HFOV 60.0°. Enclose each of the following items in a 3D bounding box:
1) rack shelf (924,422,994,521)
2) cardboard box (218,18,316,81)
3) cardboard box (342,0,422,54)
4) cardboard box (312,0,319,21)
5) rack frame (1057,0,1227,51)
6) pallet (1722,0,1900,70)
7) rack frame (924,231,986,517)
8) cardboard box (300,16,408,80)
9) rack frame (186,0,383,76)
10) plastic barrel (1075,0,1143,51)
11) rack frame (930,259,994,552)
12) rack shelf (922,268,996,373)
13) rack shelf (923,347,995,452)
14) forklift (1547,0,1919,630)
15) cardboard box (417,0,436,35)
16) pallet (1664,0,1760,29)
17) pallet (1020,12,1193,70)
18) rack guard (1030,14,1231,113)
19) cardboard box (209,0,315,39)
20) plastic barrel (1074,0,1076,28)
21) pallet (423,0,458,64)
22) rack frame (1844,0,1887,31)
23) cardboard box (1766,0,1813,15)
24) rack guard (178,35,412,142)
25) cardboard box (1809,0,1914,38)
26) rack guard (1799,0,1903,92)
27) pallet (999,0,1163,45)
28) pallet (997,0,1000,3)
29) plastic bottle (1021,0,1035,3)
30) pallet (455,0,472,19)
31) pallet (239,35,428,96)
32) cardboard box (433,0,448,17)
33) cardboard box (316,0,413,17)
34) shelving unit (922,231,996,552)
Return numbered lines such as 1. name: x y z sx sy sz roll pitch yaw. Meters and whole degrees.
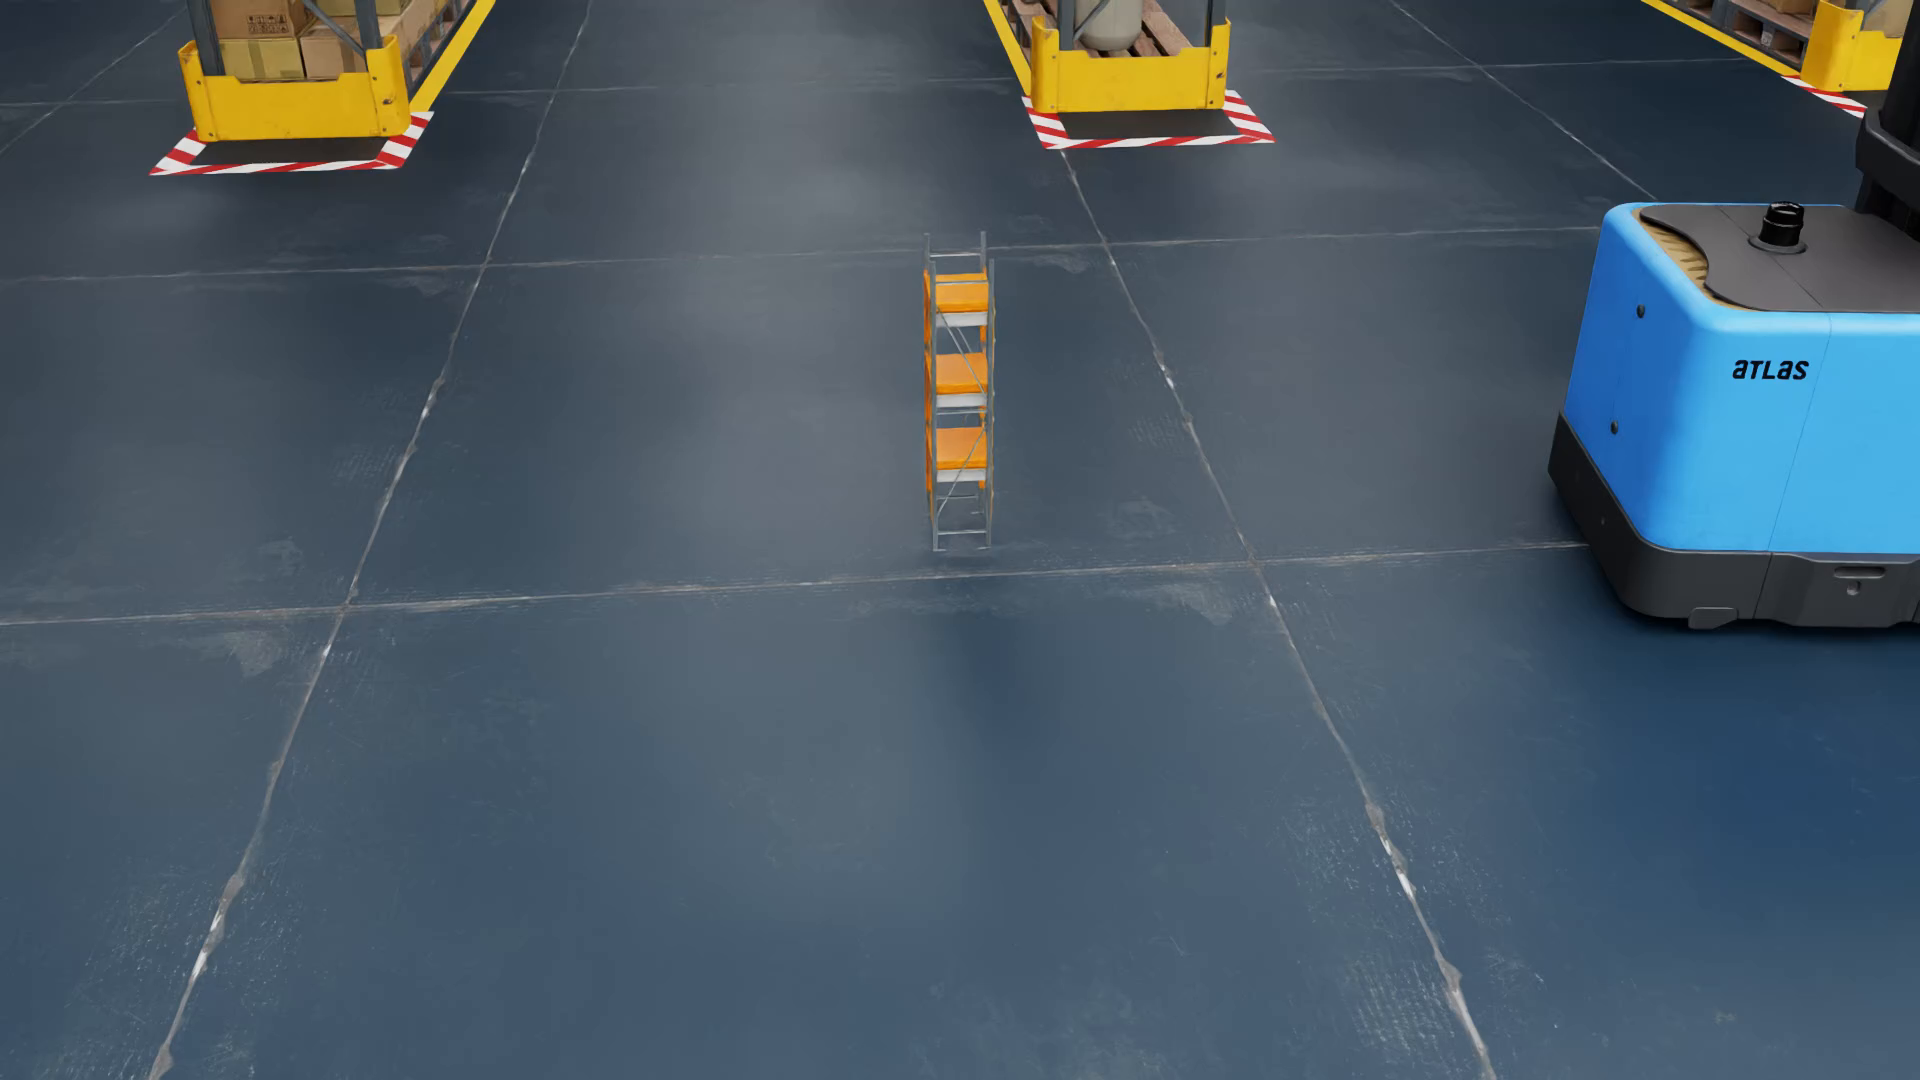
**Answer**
1. rack shelf: -0.005 -0.230 5.674 0.215 0.259 0.240 -3 31 -5
2. cardboard box: -4.193 -2.973 10.074 0.500 0.250 0.500 -3 31 -5
3. cardboard box: -3.728 -3.253 10.543 0.500 0.250 0.500 -3 31 -5
4. cardboard box: -4.252 -3.228 10.501 0.500 0.250 0.500 -3 31 -5
5. rack frame: 1.083 -3.949 9.436 1.000 3.000 0.127 -3 31 -5
6. pallet: 5.966 -3.444 11.311 1.003 0.211 1.213 -3 31 -5
7. rack frame: -0.016 -0.540 5.631 0.200 1.050 0.008 -3 31 -5
8. cardboard box: -3.678 -2.998 10.116 0.500 0.250 0.500 -3 31 -5
9. rack frame: -3.849 -3.714 9.042 1.000 3.000 0.127 -3 31 -5
10. plastic barrel: 0.945 -3.394 10.523 0.421 0.512 0.421 0 31 0
11. rack frame: 0.006 -0.416 5.422 0.200 1.050 0.008 -3 31 -5
12. rack shelf: -0.005 -0.713 5.386 0.215 0.259 0.240 -3 31 -5
13. rack shelf: -0.005 -0.469 5.532 0.215 0.259 0.240 -3 31 -5
14. forklift: 3.629 -1.199 4.899 3.031 2.935 1.130 1 31 2
15. cardboard box: -3.774 -3.508 10.970 0.500 0.250 0.500 -3 31 -5
16. pallet: 5.856 -4.066 12.351 1.003 0.211 1.213 -3 31 -5
17. pallet: 0.958 -3.203 10.907 1.003 0.211 1.213 -3 31 -5
18. rack guard: 1.029 -2.912 10.138 1.175 0.500 0.348 -3 31 -5
19. cardboard box: -4.196 -3.295 9.882 0.500 0.500 0.500 -3 31 -5
20. plastic barrel: 0.898 -3.650 10.951 0.421 0.512 0.421 0 31 0
21. pallet: -4.073 -3.526 11.448 1.003 0.211 1.213 -3 31 -5
22. rack frame: 6.014 -4.186 9.834 1.000 3.000 0.127 -3 31 -5
23. cardboard box: 5.883 -3.917 11.410 0.500 0.500 0.500 5 31 8
24. rack guard: -3.847 -2.628 9.663 1.175 0.500 0.348 -3 31 -5
25. cardboard box: 5.972 -3.613 10.902 0.500 0.500 0.500 3 31 5
26. rack guard: 6.007 -3.152 10.540 1.175 0.500 0.348 -3 31 -5
27. pallet: 0.848 -3.825 11.948 1.003 0.211 1.213 -3 31 -5
28. pallet: 0.730 -4.449 12.993 1.003 0.211 1.213 -3 31 -5
29. plastic bottle: 0.475 -3.853 11.576 0.097 0.201 0.097 0 31 0
30. pallet: -4.190 -4.151 12.493 1.003 0.211 1.213 -3 31 -5
31. pallet: -3.962 -2.905 10.408 1.003 0.211 1.213 -3 31 -5
32. cardboard box: -3.816 -3.764 11.398 0.500 0.250 0.500 -3 31 -5
33. cardboard box: -3.726 -3.575 10.351 0.500 0.500 0.500 -3 31 -5
34. shelving unit: -0.005 -0.478 5.527 0.215 1.050 0.252 -3 31 -5
